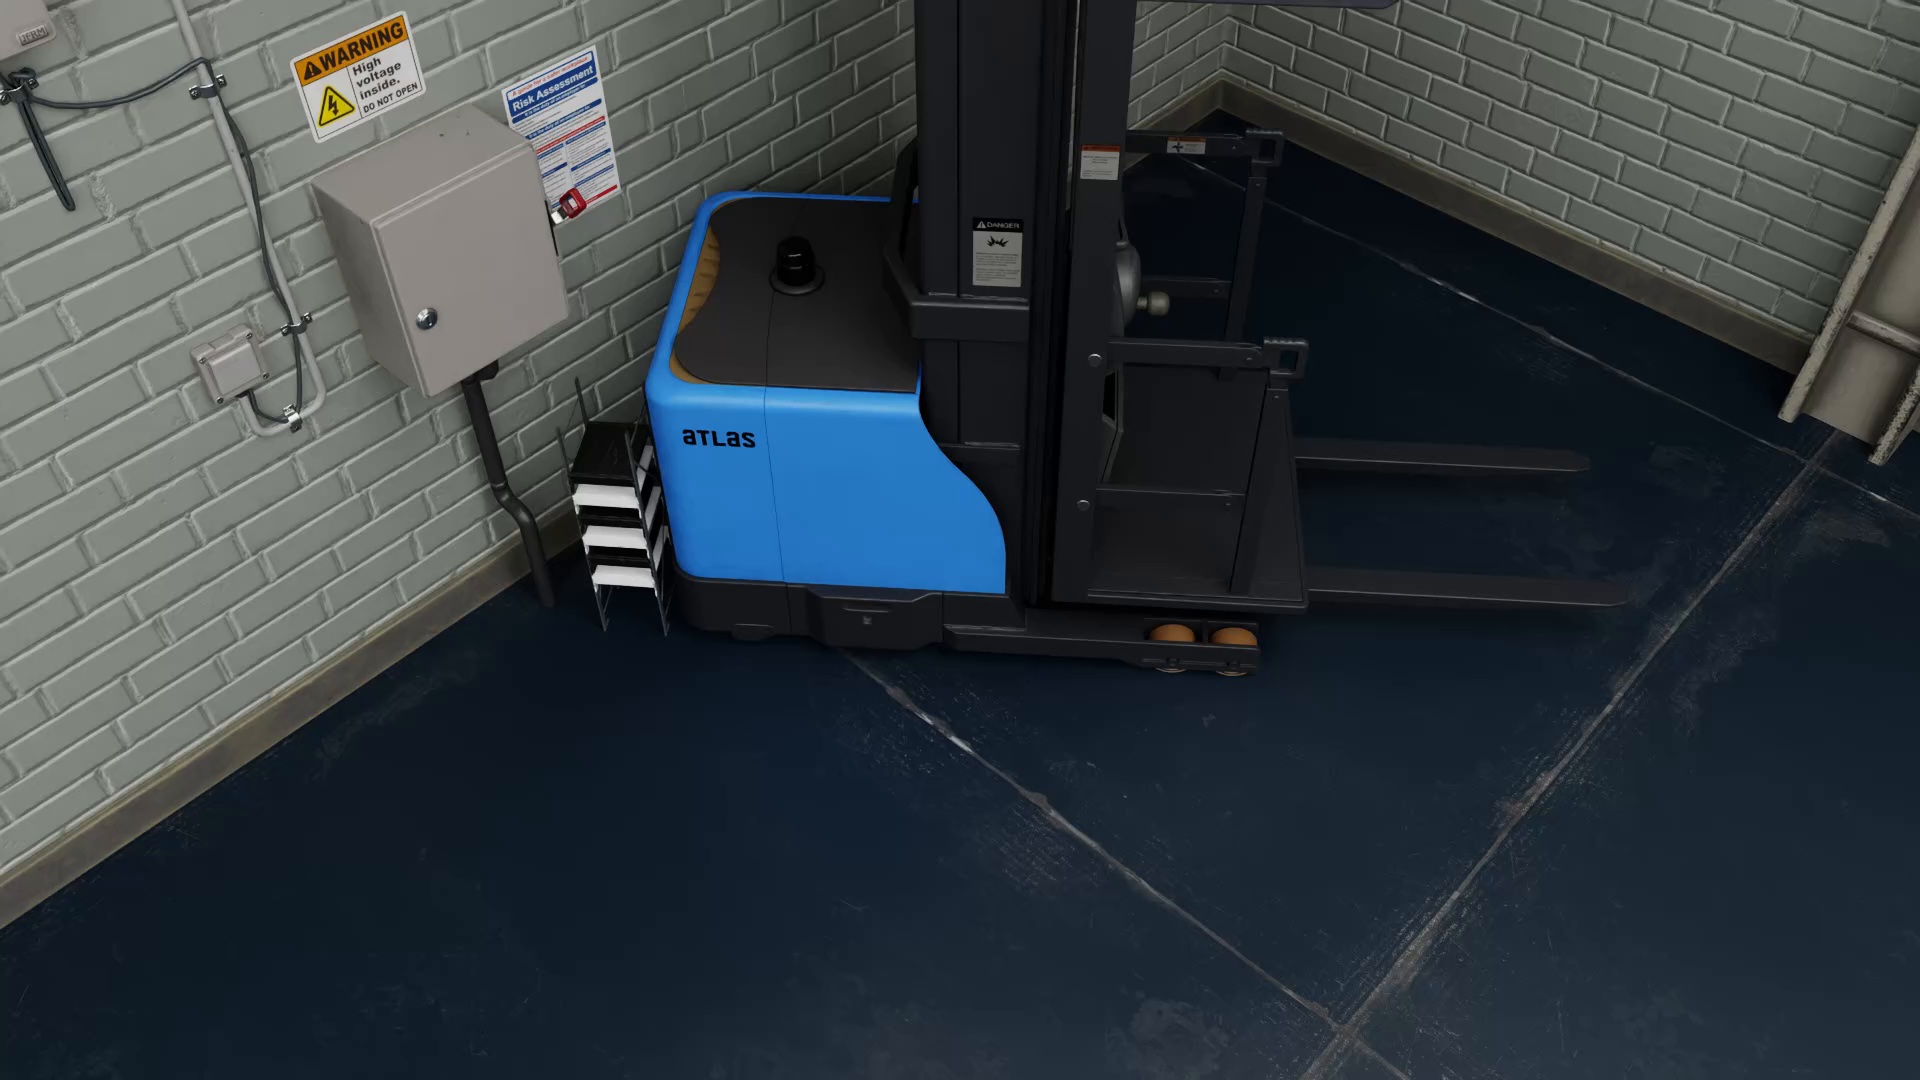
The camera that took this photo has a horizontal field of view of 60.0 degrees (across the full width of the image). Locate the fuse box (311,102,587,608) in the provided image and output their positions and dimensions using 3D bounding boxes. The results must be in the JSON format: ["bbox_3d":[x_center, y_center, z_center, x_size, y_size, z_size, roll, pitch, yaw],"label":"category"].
[{"bbox_3d":[-1.336,-0.382,4.935,0.414,1.711,0.539,34,55,28],"label":"fuse box"}]

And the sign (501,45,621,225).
[{"bbox_3d":[-1.154,-1.158,4.845,0.001,0.494,0.329,34,55,28],"label":"sign"}]

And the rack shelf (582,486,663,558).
[{"bbox_3d":[-1.056,-0.065,5.240,0.200,0.077,0.258,4,47,4],"label":"rack shelf"}]

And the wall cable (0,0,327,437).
[{"bbox_3d":[-1.915,-0.883,3.825,0.122,1.984,0.588,34,55,28],"label":"wall cable"}]

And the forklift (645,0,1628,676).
[{"bbox_3d":[0.627,-0.971,4.651,3.031,2.935,1.130,3,47,3],"label":"forklift"}]

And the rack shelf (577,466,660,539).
[{"bbox_3d":[-1.056,-0.127,5.174,0.200,0.077,0.258,4,47,4],"label":"rack shelf"}]

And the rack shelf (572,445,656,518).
[{"bbox_3d":[-1.056,-0.189,5.109,0.200,0.077,0.258,4,47,4],"label":"rack shelf"}]

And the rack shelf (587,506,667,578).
[{"bbox_3d":[-1.056,-0.004,5.305,0.200,0.077,0.258,4,47,4],"label":"rack shelf"}]

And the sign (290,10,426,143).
[{"bbox_3d":[-1.526,-1.179,4.233,0.001,0.242,0.339,34,55,28],"label":"sign"}]

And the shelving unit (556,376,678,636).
[{"bbox_3d":[-1.056,-0.088,5.215,0.210,0.900,0.258,4,47,4],"label":"shelving unit"}]

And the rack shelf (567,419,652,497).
[{"bbox_3d":[-1.056,-0.250,5.043,0.200,0.077,0.258,4,47,4],"label":"rack shelf"}]

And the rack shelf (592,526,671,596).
[{"bbox_3d":[-1.056,0.058,5.371,0.200,0.077,0.258,4,47,4],"label":"rack shelf"}]

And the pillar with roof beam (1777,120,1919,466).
[{"bbox_3d":[0.365,-1.219,0.722,0.400,9.000,9.100,34,55,28],"label":"pillar with roof beam"}]

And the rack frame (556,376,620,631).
[{"bbox_3d":[-1.157,-0.095,5.222,0.006,0.900,0.240,4,47,4],"label":"rack frame"}]

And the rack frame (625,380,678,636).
[{"bbox_3d":[-0.954,-0.081,5.209,0.006,0.900,0.240,4,47,4],"label":"rack frame"}]
